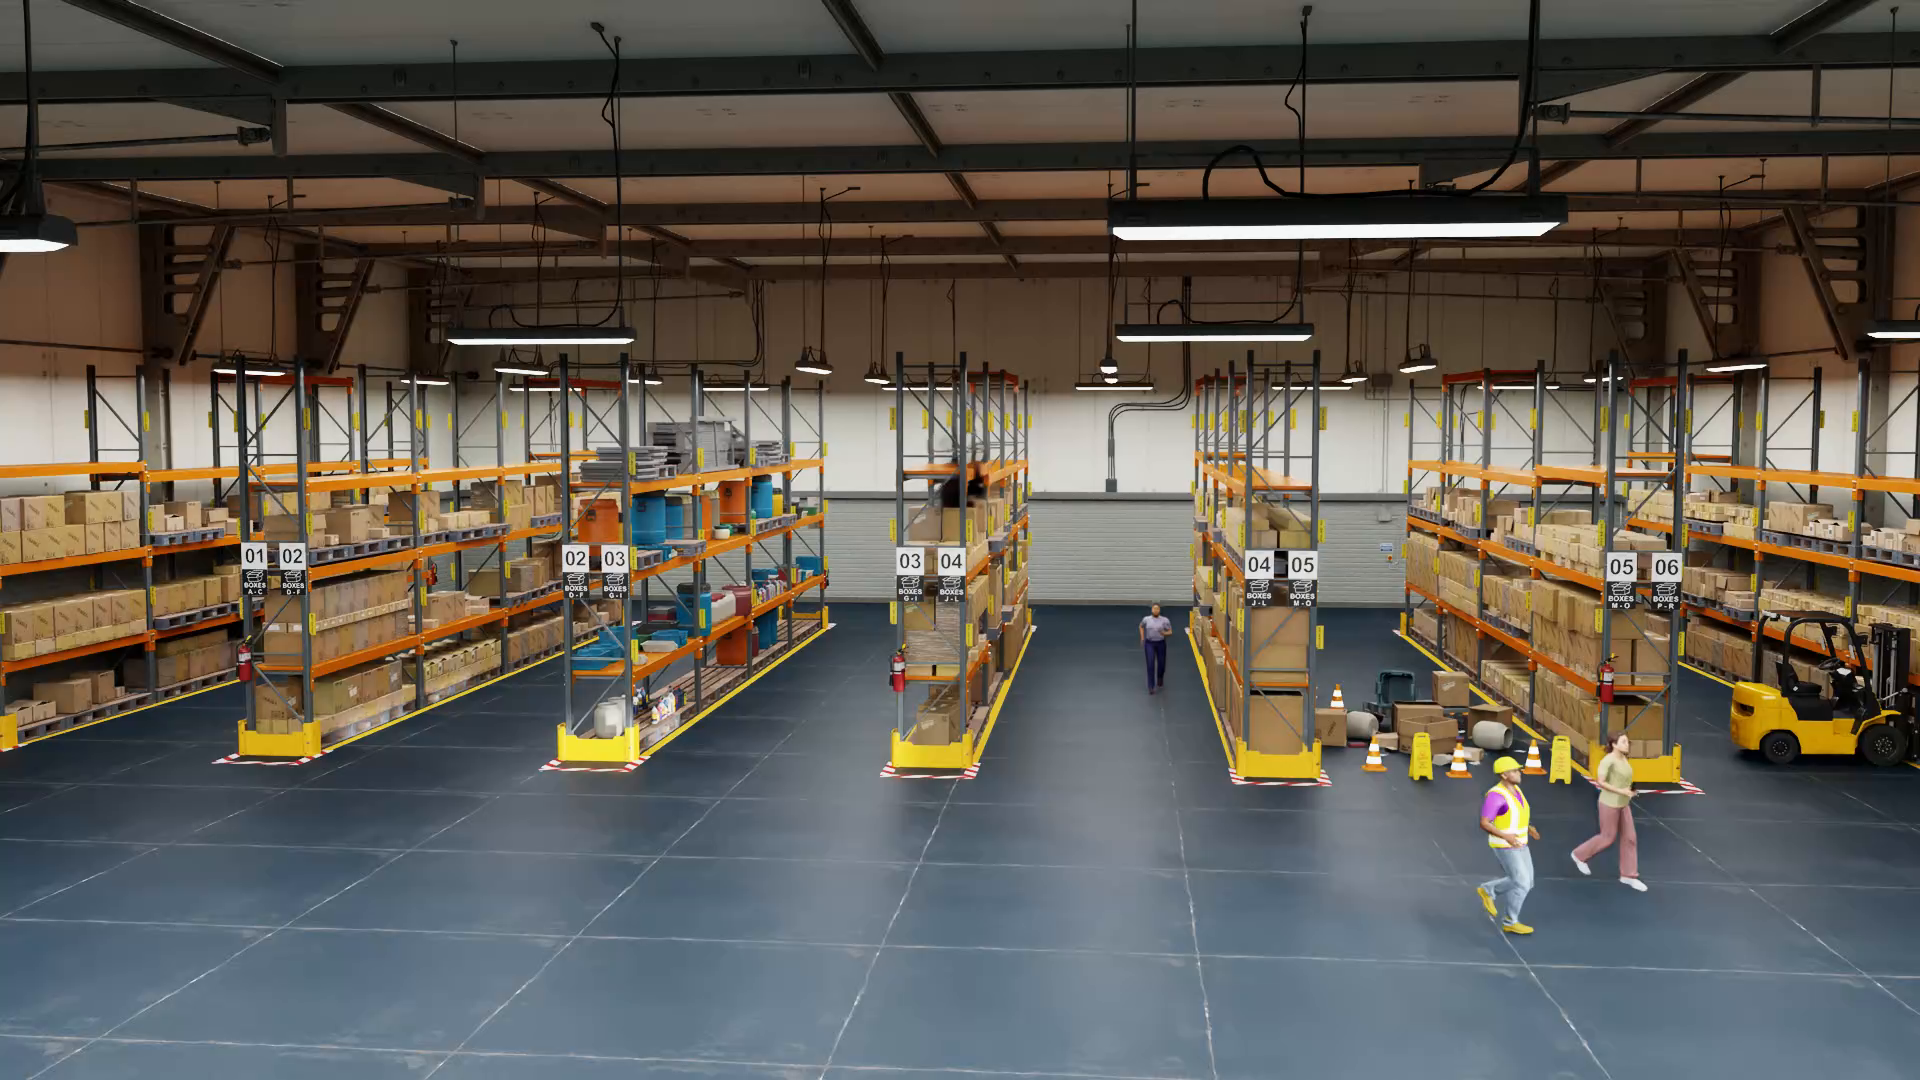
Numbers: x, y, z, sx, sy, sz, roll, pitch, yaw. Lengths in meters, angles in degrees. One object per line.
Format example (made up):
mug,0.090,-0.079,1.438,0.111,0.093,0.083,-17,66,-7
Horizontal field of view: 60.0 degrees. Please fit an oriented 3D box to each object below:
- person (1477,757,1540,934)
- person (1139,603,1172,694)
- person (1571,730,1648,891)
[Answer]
person,5.358,2.983,16.352,0.625,1.716,0.700,4,5,42
person,3.615,1.981,30.736,0.608,1.632,0.924,0,4,5
person,7.063,2.889,18.021,0.597,1.686,0.846,-3,5,-39
